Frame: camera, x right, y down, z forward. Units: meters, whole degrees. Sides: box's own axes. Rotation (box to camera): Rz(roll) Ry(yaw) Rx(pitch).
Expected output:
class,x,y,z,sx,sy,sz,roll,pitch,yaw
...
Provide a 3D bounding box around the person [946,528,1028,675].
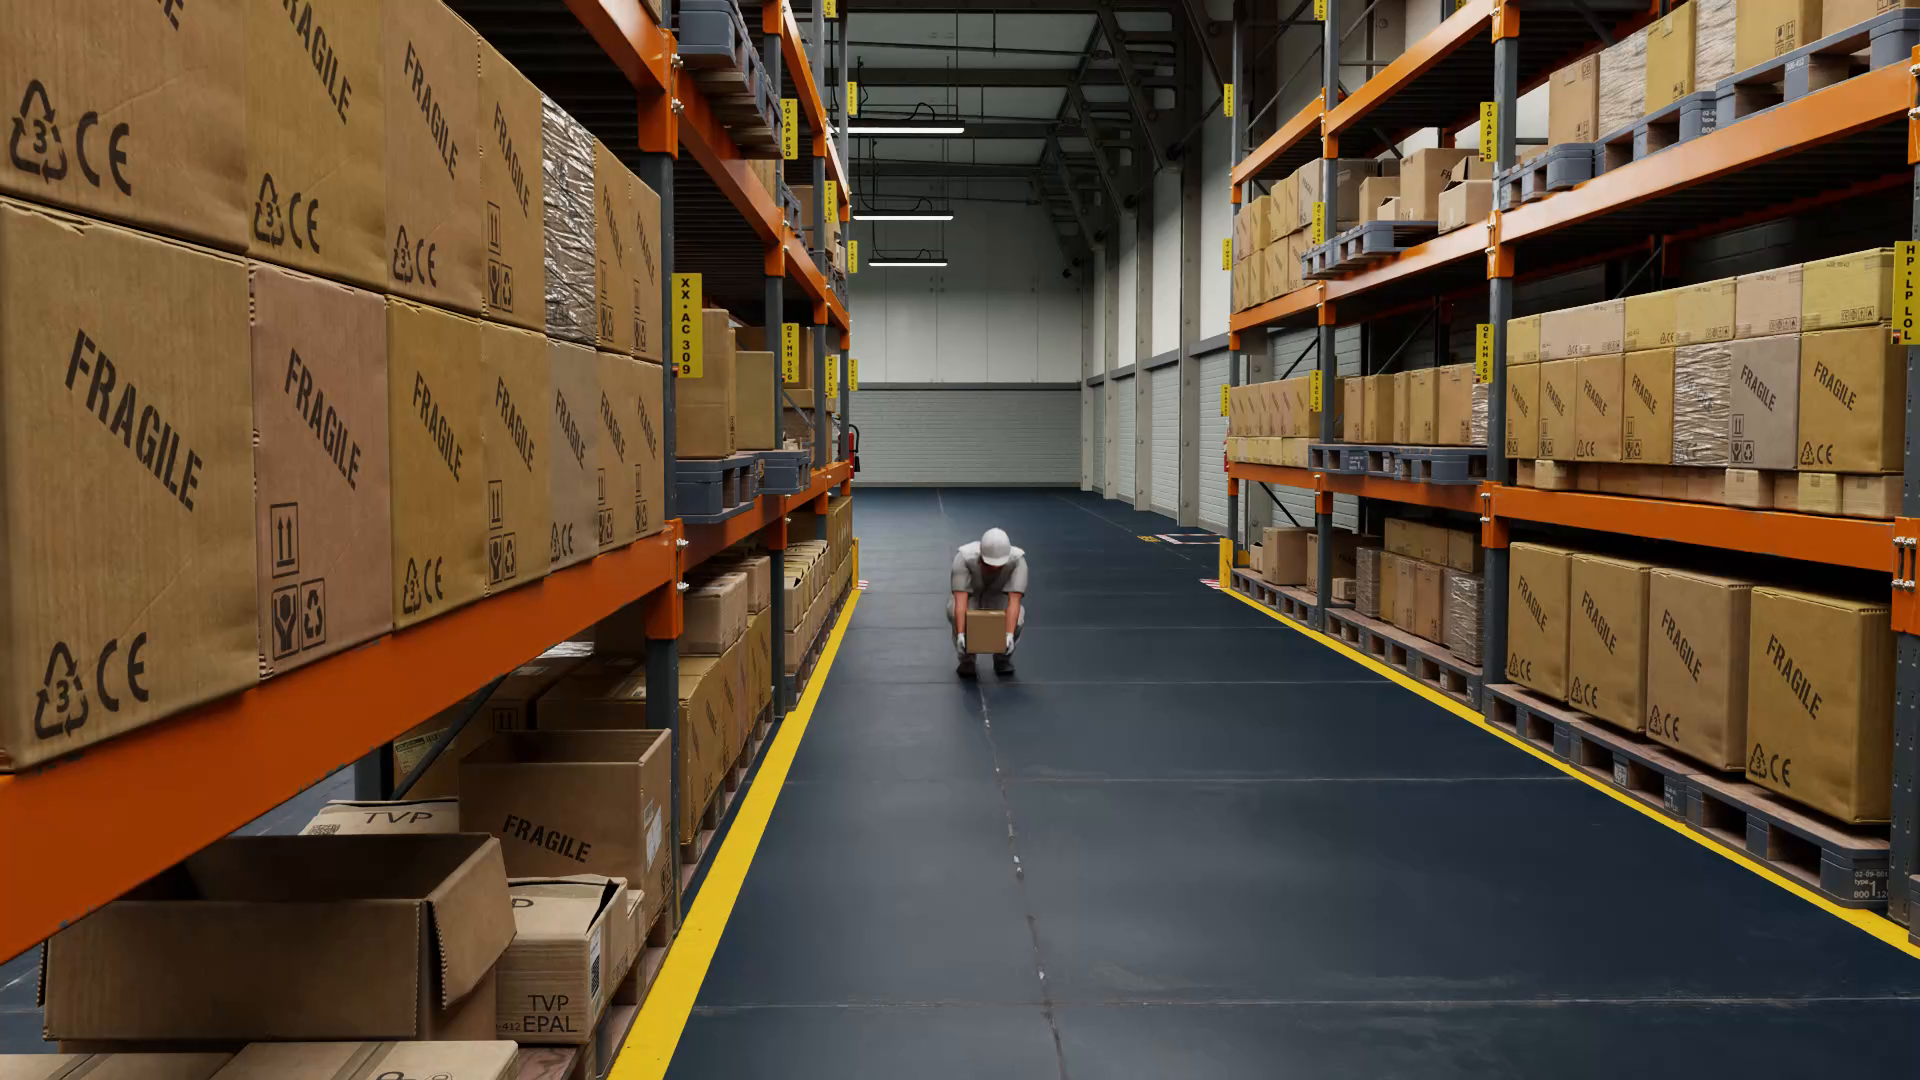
class,x,y,z,sx,sy,sz,roll,pitch,yaw
person,0.176,0.400,10.998,0.531,0.997,0.892,0,4,-3
